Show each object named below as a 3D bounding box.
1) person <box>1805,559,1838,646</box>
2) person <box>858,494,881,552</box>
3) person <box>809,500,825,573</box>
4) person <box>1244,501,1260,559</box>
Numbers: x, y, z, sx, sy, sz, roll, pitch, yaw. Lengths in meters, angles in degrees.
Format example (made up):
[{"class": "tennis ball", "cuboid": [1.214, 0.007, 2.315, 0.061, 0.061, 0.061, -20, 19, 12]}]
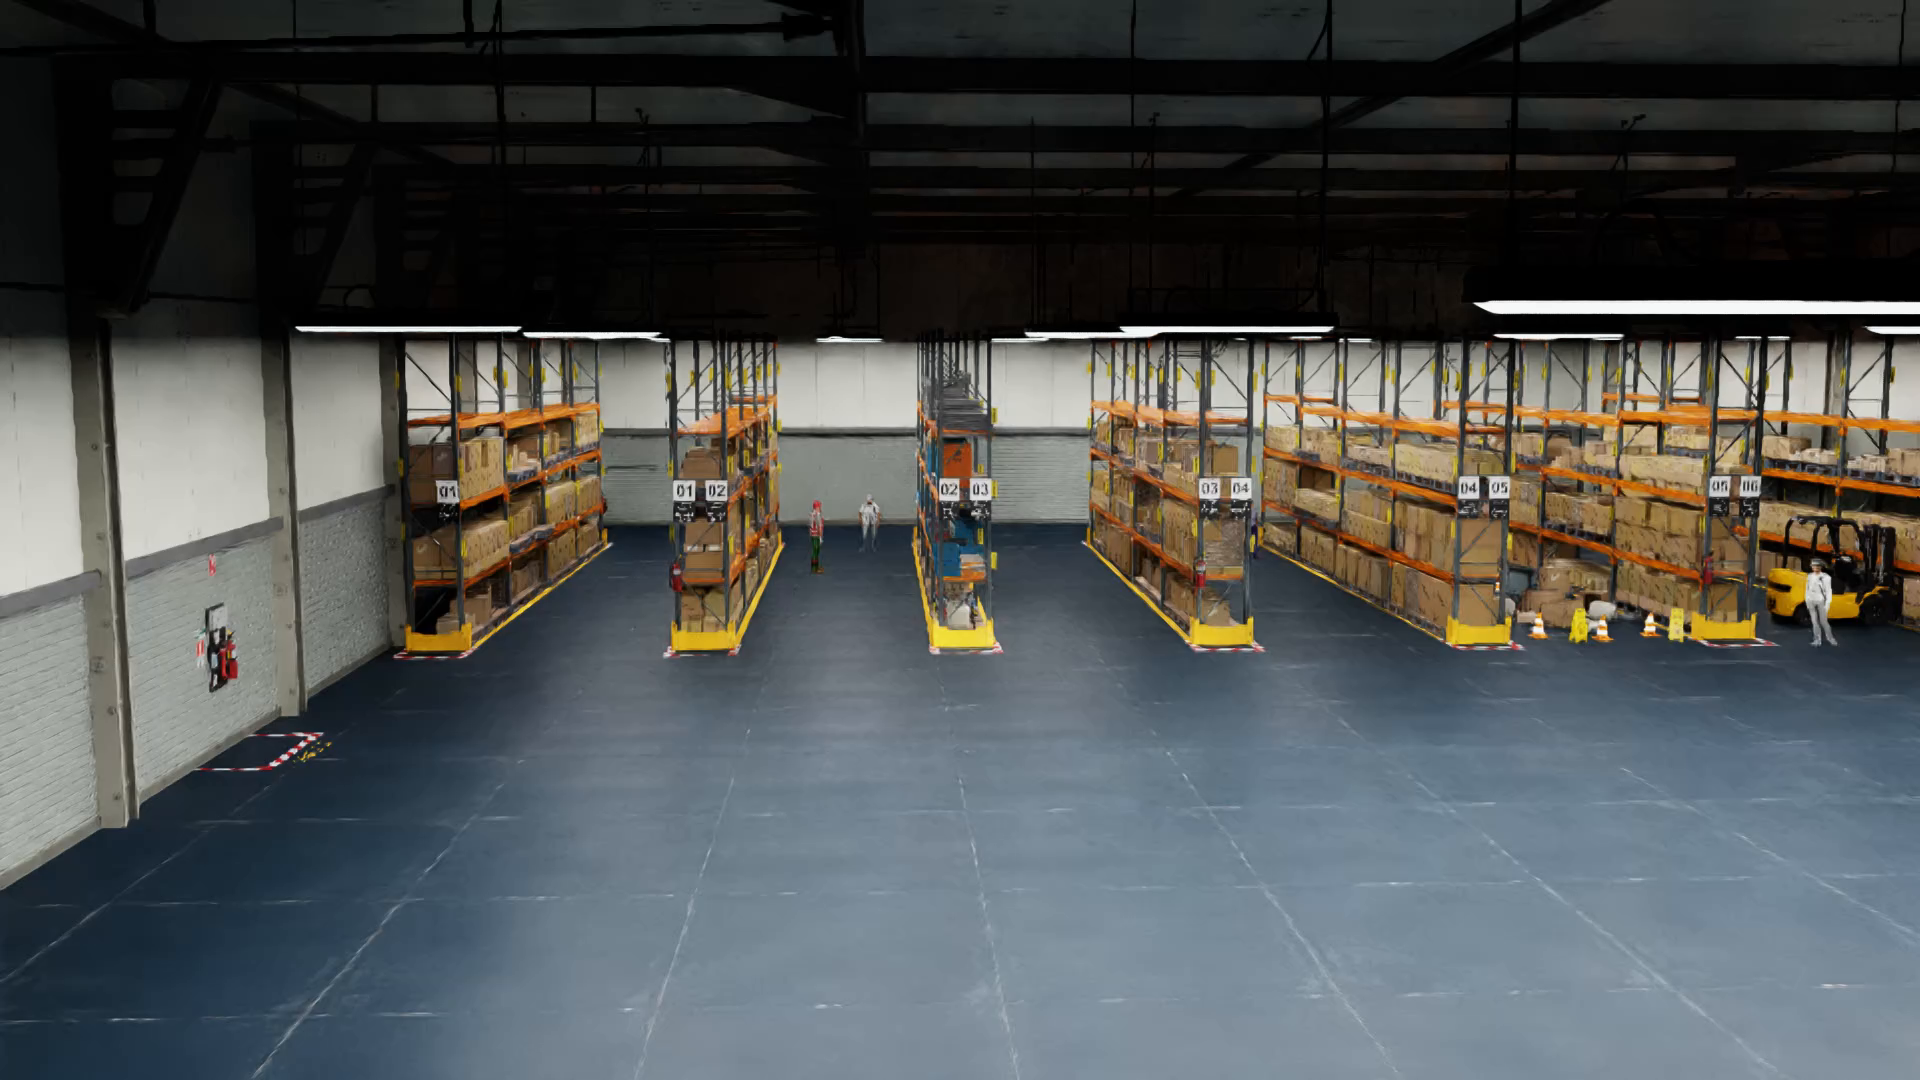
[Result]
[{"class": "person", "cuboid": [16.314, 1.181, 31.508, 0.450, 1.659, 0.621, -5, 8, -34]}, {"class": "person", "cuboid": [-2.492, -0.465, 45.818, 0.625, 1.611, 0.582, -1, 7, -5]}, {"class": "person", "cuboid": [-3.556, -0.099, 41.718, 0.468, 1.794, 0.625, -3, 7, -23]}, {"class": "person", "cuboid": [7.718, -0.303, 44.442, 0.475, 1.567, 1.090, 0, 7, 0]}]
